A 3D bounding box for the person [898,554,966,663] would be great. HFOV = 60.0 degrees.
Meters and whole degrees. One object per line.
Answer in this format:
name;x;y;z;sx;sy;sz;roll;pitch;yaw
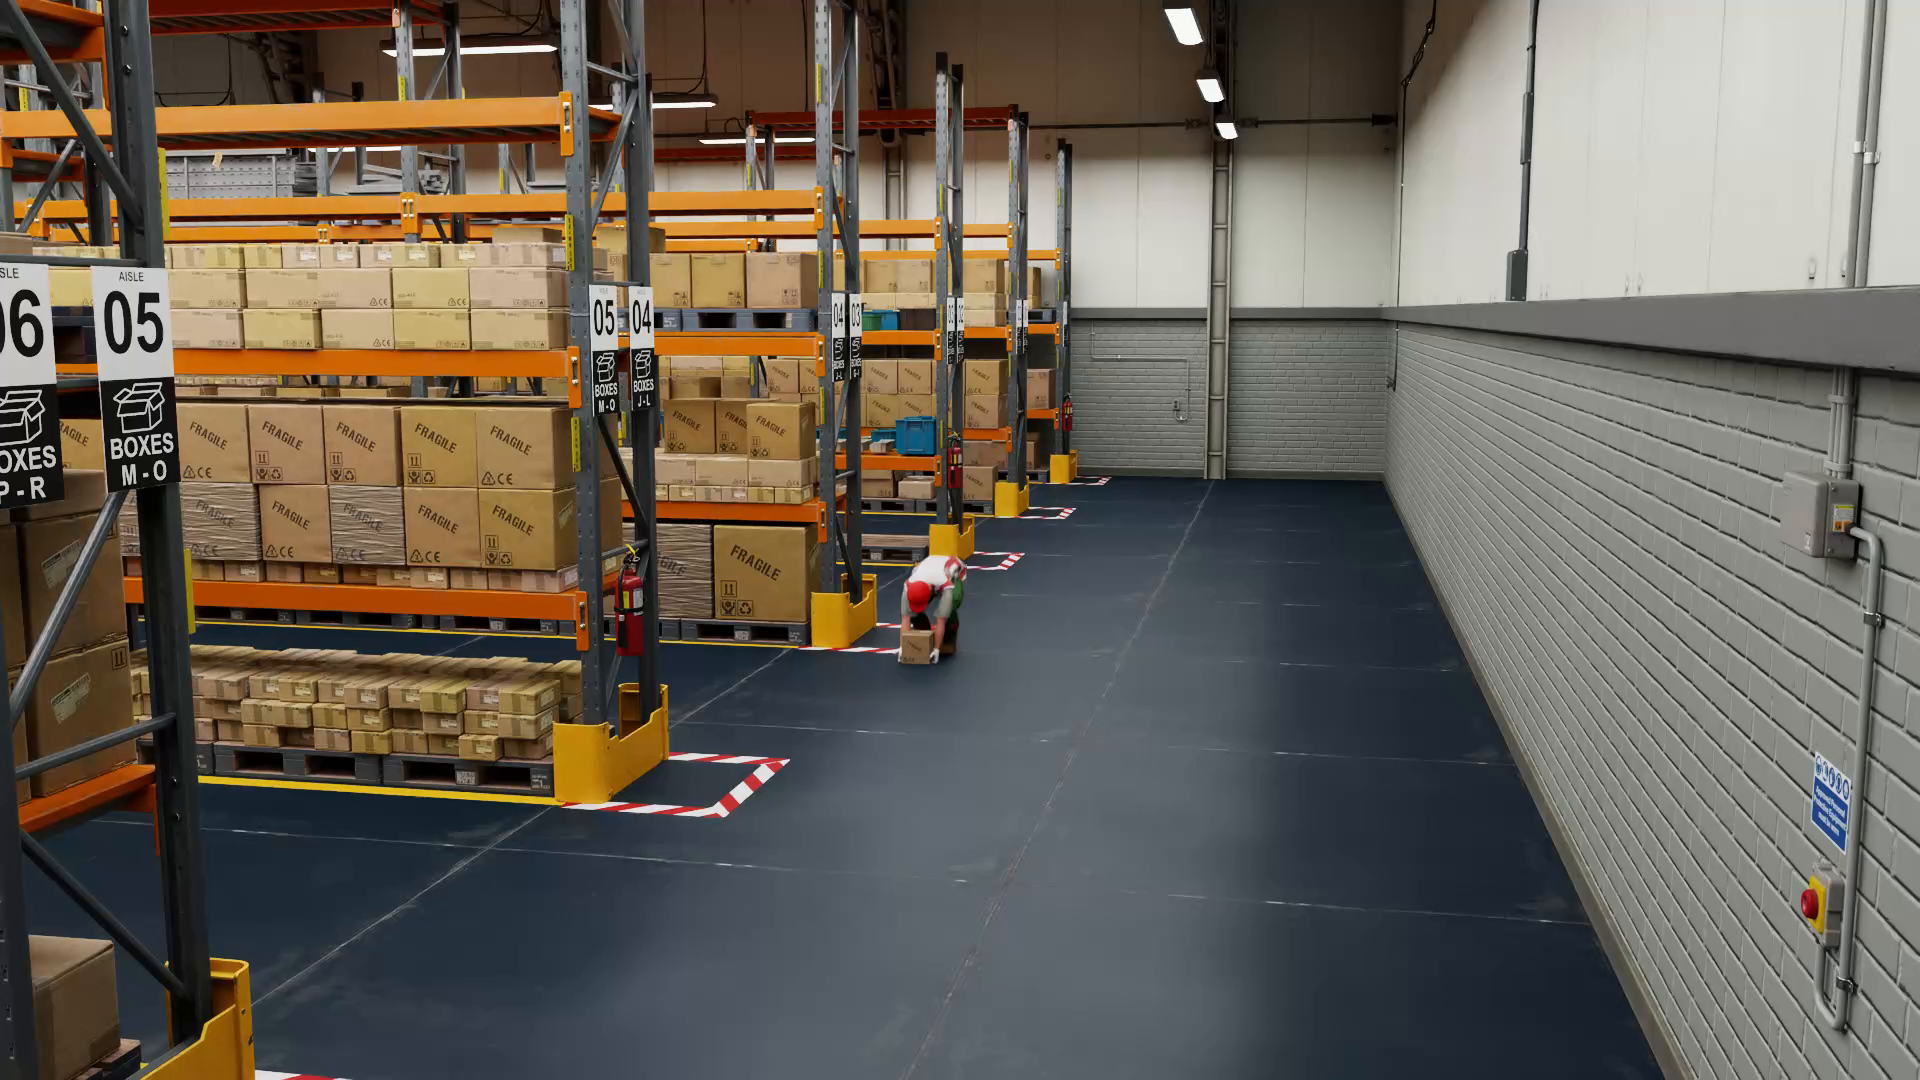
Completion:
person;-0.250;0.602;14.789;0.526;0.893;0.961;3;8;20
